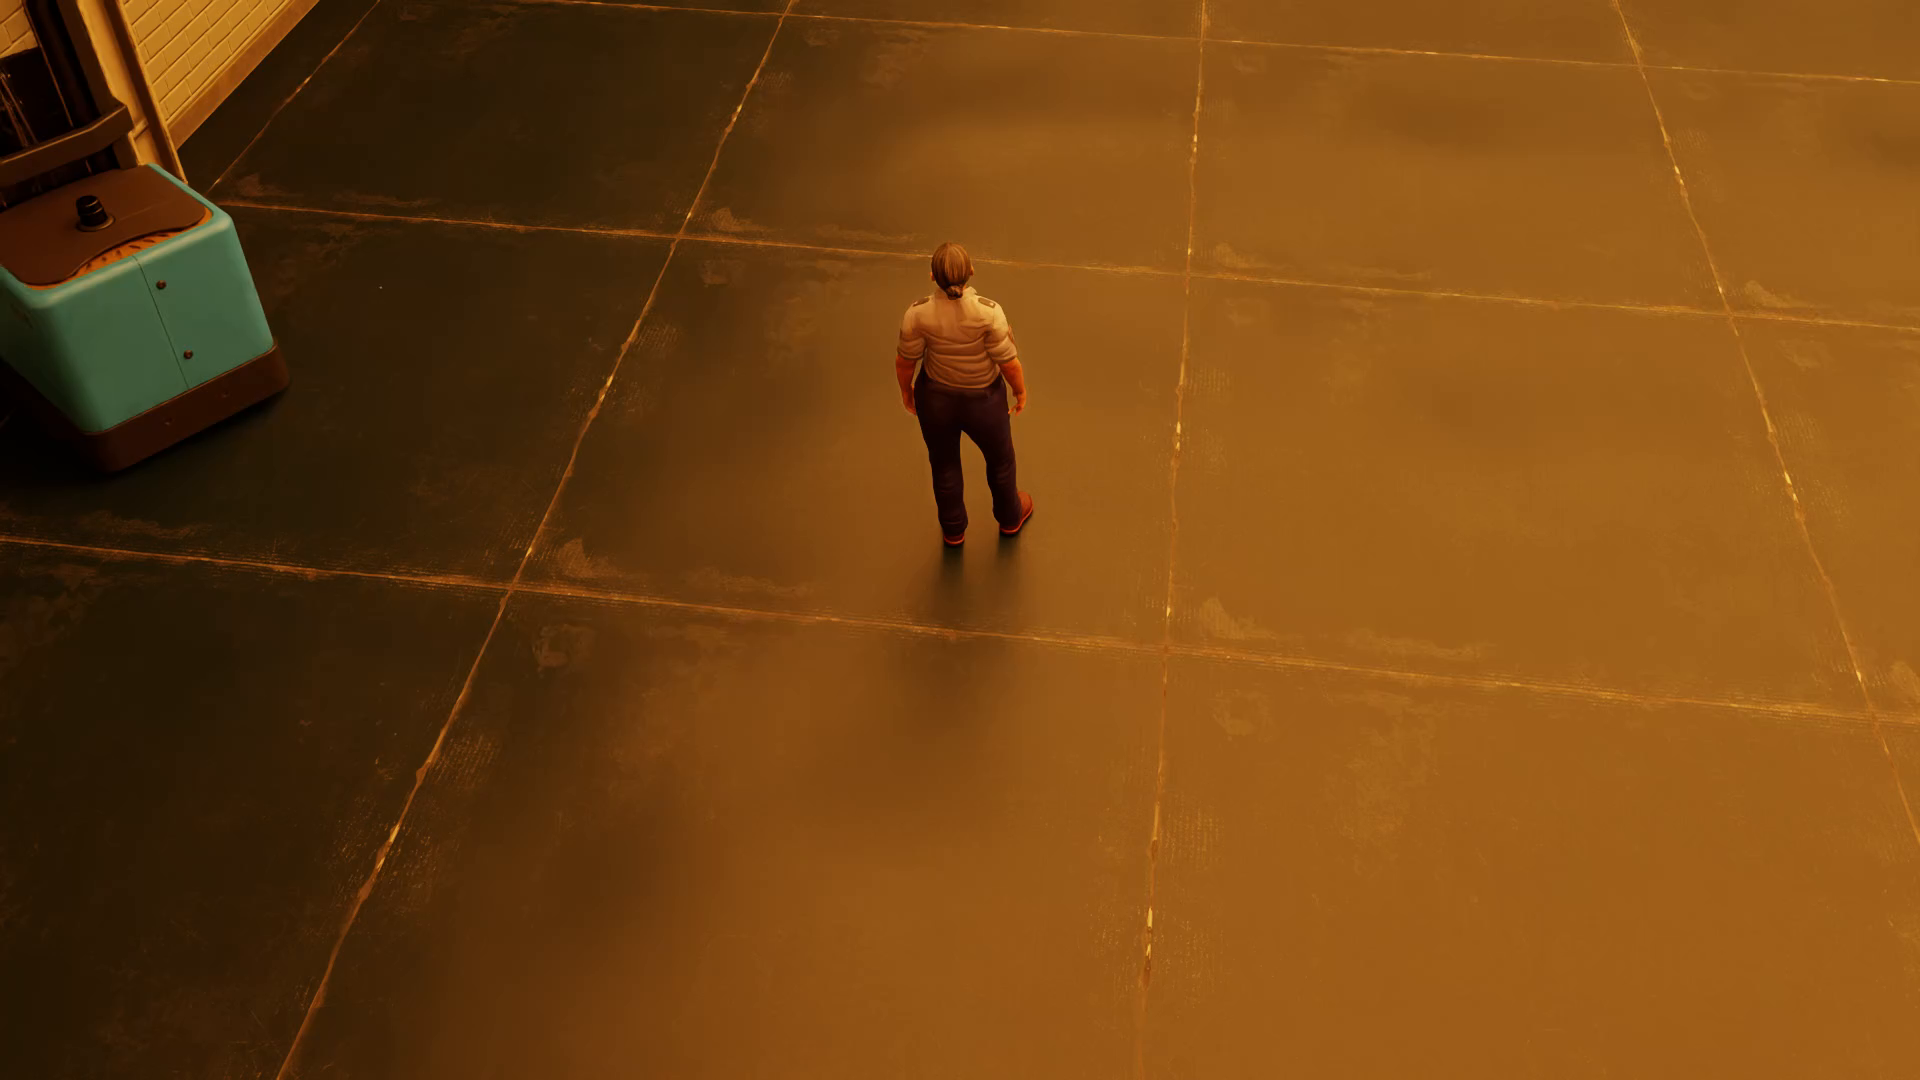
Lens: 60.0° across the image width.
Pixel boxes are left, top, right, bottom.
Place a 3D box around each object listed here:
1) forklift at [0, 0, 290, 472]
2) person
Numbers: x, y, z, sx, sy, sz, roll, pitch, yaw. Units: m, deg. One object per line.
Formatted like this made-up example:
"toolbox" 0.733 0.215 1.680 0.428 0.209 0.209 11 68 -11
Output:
"forklift" -4.927 -2.281 8.208 3.031 2.935 1.130 32 51 30
"person" 0.035 -0.670 7.392 0.598 1.651 0.502 5 43 6
